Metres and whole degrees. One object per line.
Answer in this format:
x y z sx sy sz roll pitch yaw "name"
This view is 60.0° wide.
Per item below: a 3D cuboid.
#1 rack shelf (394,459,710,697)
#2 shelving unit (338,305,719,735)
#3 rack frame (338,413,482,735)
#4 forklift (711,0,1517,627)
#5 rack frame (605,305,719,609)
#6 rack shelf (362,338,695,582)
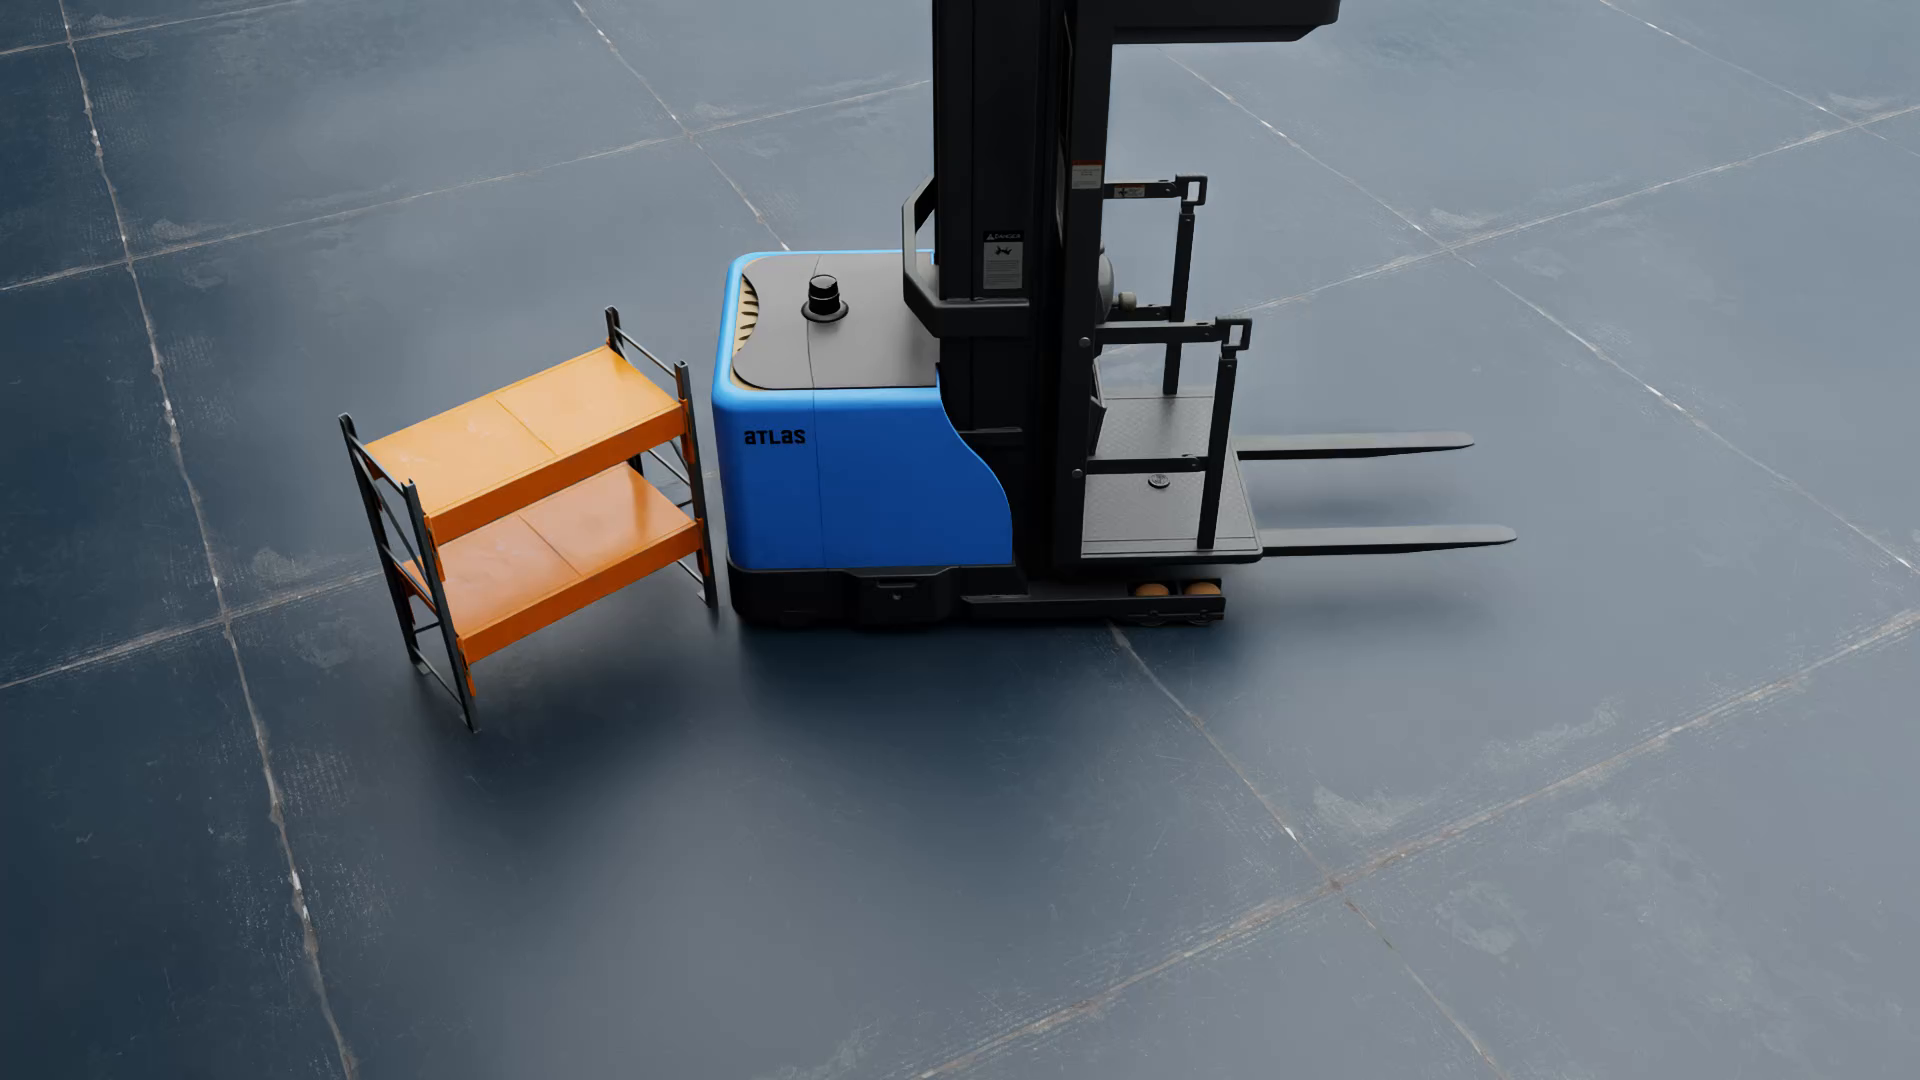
-1.496 0.109 6.129 1.000 0.278 0.538 -29 48 -30 "rack shelf"
-1.496 -0.077 5.971 1.048 1.125 0.538 -29 48 -30 "shelving unit"
-1.883 0.136 5.719 0.032 1.125 0.500 -29 48 -30 "rack frame"
0.626 -1.133 5.820 3.031 2.935 1.130 -1 40 -2 "forklift"
-1.109 -0.291 6.223 0.032 1.125 0.500 -29 48 -30 "rack frame"
-1.496 -0.301 5.782 1.000 0.278 0.538 -29 48 -30 "rack shelf"
